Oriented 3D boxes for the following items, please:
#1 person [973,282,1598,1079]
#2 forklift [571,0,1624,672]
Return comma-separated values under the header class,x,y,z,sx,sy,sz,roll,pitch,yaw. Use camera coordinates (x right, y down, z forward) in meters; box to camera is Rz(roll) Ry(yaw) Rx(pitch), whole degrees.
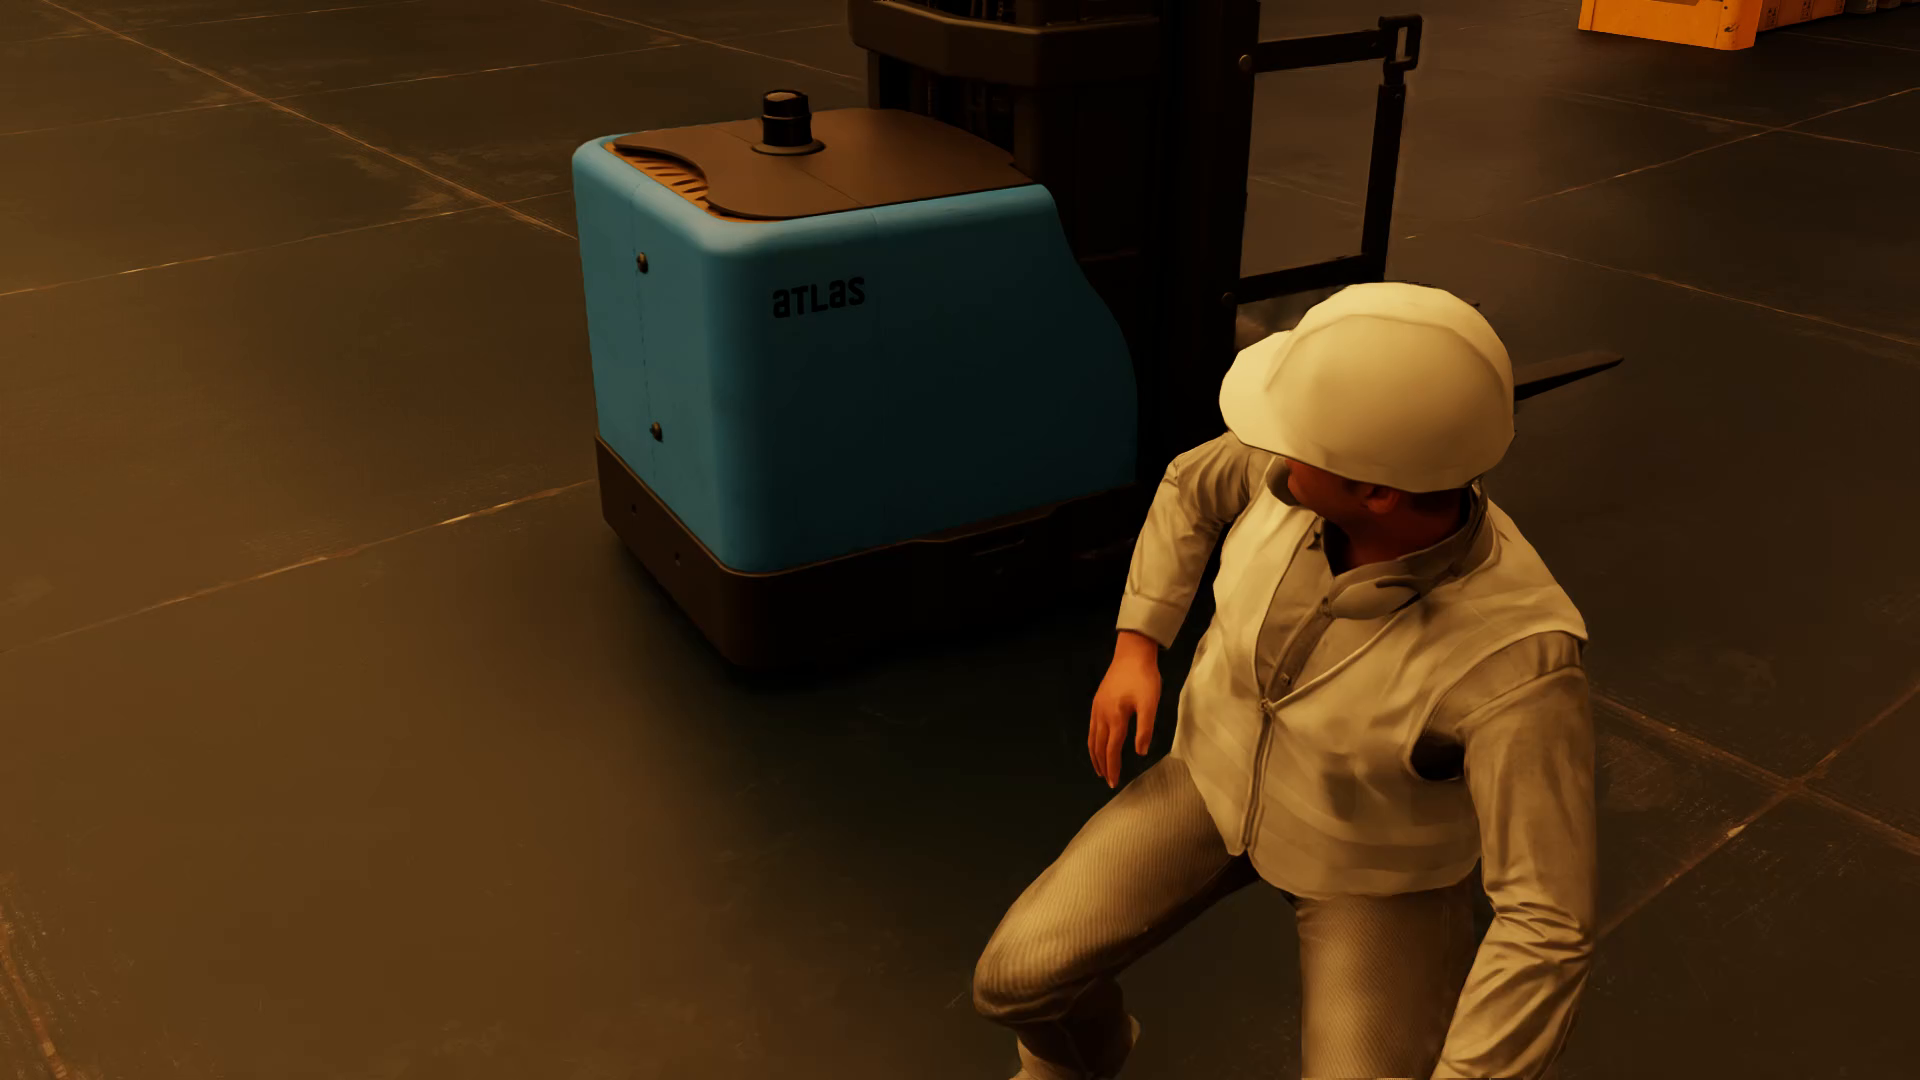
class,x,y,z,sx,sy,sz,roll,pitch,yaw
person,0.438,0.408,2.040,0.881,1.554,0.699,24,35,39
forklift,0.573,-1.472,4.171,3.031,2.935,1.130,-14,30,-26
